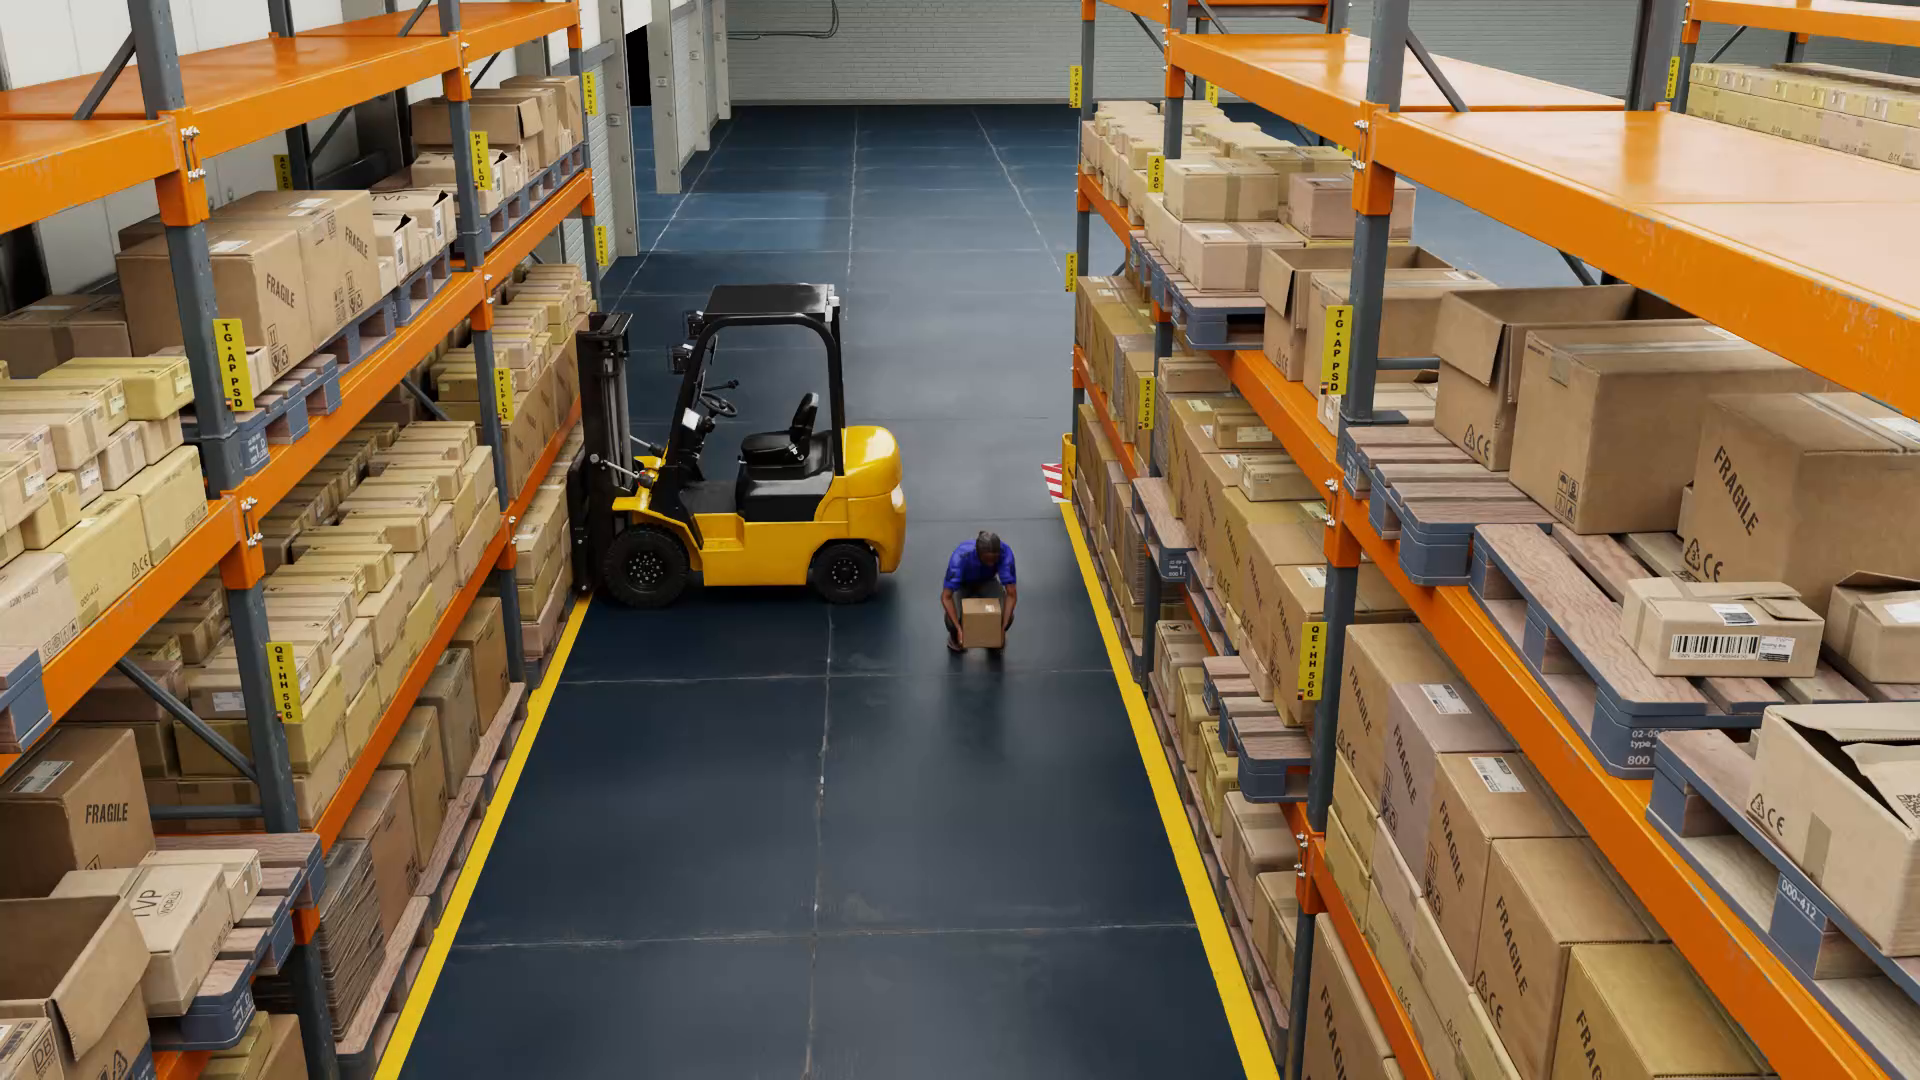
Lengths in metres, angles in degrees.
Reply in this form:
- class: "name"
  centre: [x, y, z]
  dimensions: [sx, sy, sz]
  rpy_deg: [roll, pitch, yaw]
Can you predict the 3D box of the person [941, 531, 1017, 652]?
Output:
- class: "person"
  centre: [0.116, 0.318, 11.269]
  dimensions: [0.513, 0.952, 0.759]
  rpy_deg: [-2, 21, -5]
